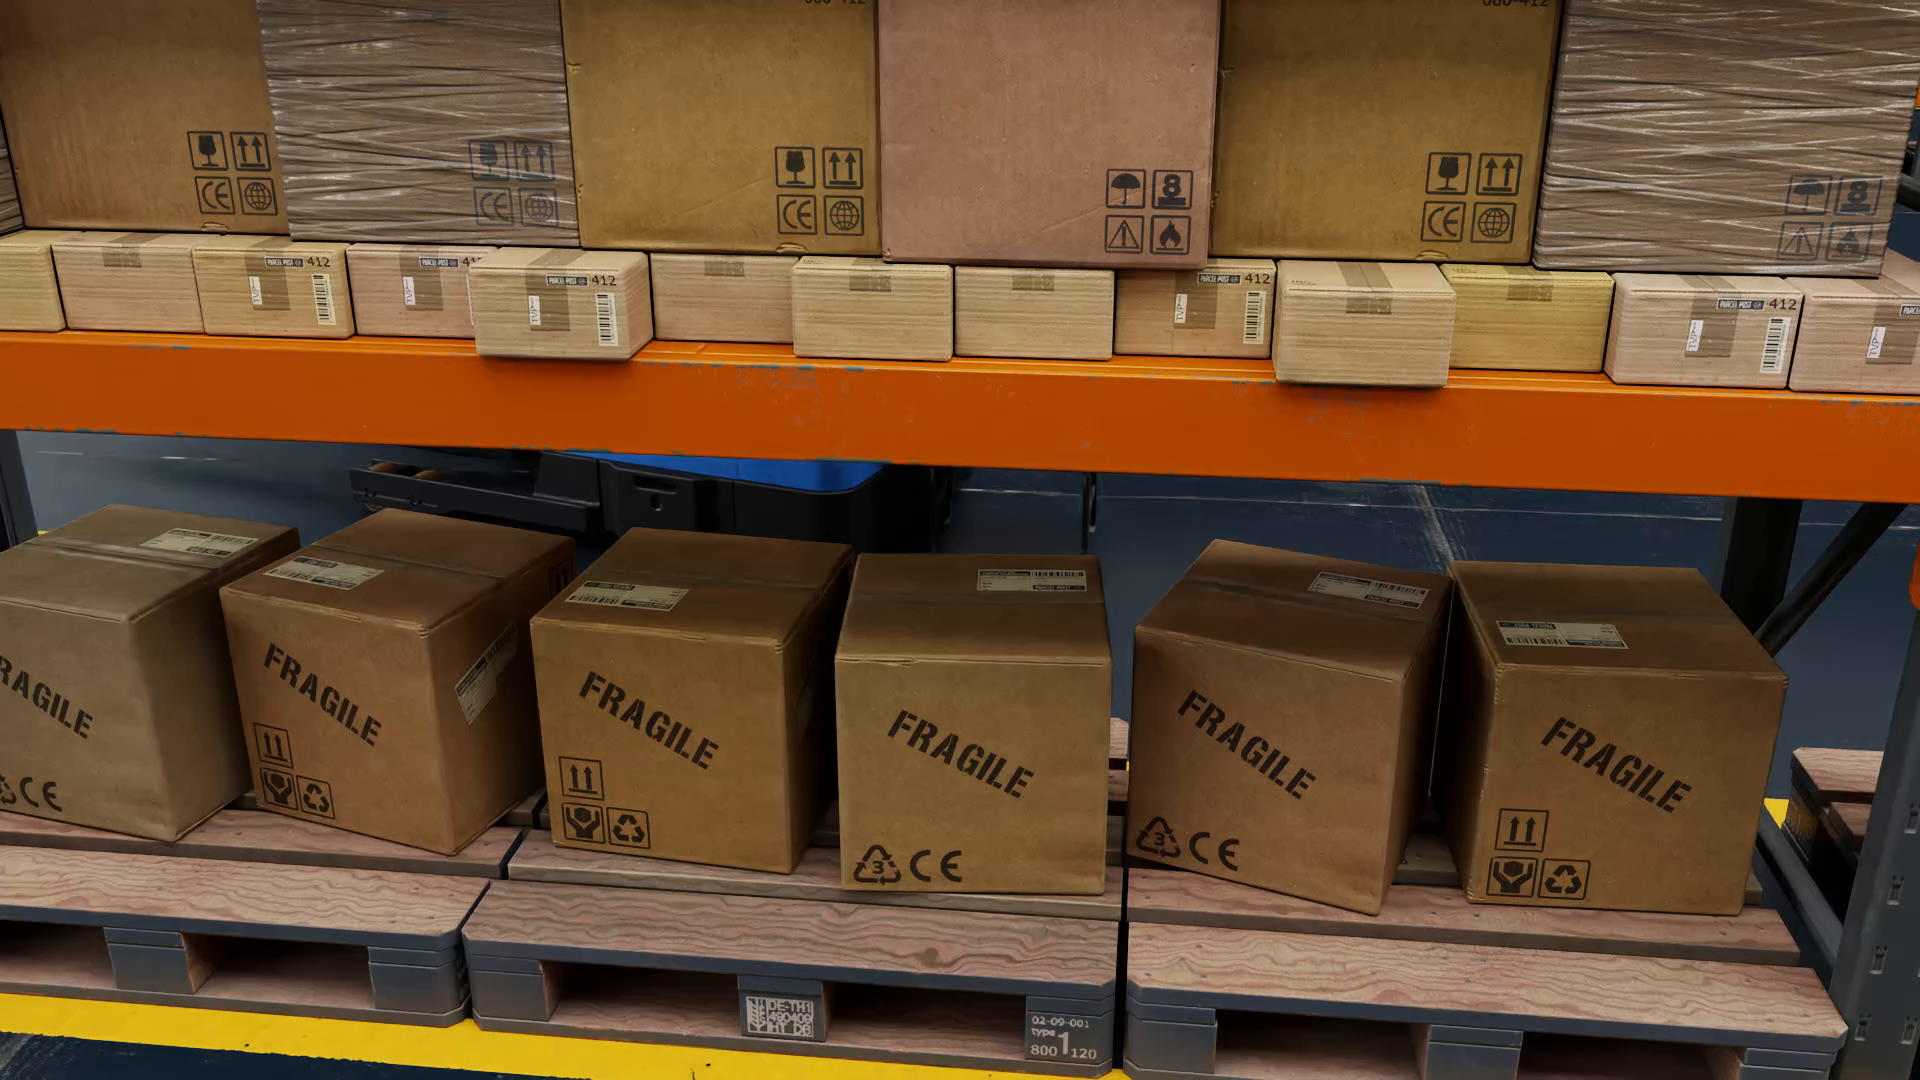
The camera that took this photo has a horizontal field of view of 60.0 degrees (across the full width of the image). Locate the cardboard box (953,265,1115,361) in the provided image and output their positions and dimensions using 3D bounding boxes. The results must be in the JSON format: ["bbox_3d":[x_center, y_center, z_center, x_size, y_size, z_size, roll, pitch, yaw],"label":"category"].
[{"bbox_3d":[0.135,-0.422,2.768,0.250,0.149,0.380,2,22,6],"label":"cardboard box"}]

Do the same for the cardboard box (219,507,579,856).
[{"bbox_3d":[-1.138,0.276,3.490,0.500,0.500,0.500,8,23,20],"label":"cardboard box"}]

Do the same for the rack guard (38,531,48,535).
[{"bbox_3d":[-2.278,0.428,3.676,0.348,0.500,1.175,2,22,6],"label":"rack guard"}]

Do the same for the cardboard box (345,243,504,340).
[{"bbox_3d":[-0.856,-0.470,2.889,0.250,0.149,0.380,2,22,6],"label":"cardboard box"}]

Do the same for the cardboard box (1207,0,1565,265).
[{"bbox_3d":[0.687,-0.826,2.908,0.500,0.500,0.875,2,22,6],"label":"cardboard box"}]

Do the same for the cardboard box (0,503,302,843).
[{"bbox_3d":[-1.735,0.263,3.524,0.500,0.500,0.500,7,23,16],"label":"cardboard box"}]

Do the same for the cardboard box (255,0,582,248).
[{"bbox_3d":[-0.808,-0.873,3.028,0.500,0.500,0.875,2,22,6],"label":"cardboard box"}]

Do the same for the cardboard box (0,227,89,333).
[{"bbox_3d":[-1.606,-0.487,2.934,0.250,0.149,0.380,2,22,6],"label":"cardboard box"}]

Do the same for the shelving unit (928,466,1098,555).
[{"bbox_3d":[0.178,-0.966,5.026,0.503,2.100,0.431,3,22,8],"label":"shelving unit"}]

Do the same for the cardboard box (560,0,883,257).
[{"bbox_3d":[-0.313,-0.847,2.962,0.500,0.500,0.875,2,22,6],"label":"cardboard box"}]

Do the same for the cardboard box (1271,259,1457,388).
[{"bbox_3d":[0.621,-0.367,2.629,0.250,0.149,0.380,2,22,6],"label":"cardboard box"}]

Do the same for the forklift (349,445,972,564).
[{"bbox_3d":[-1.521,-1.596,5.490,3.031,2.935,1.130,9,23,22],"label":"forklift"}]

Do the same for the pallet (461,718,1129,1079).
[{"bbox_3d":[-0.267,0.664,3.472,1.213,0.211,1.003,2,22,6],"label":"pallet"}]

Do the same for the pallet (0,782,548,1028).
[{"bbox_3d":[-1.475,0.611,3.608,1.213,0.211,1.003,2,22,6],"label":"pallet"}]

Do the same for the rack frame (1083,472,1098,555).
[{"bbox_3d":[0.420,-0.953,4.994,0.015,2.100,0.400,3,22,8],"label":"rack frame"}]

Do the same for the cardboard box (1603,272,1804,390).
[{"bbox_3d":[1.124,-0.364,2.622,0.250,0.149,0.380,2,22,6],"label":"cardboard box"}]

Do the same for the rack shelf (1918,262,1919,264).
[{"bbox_3d":[3.605,-0.143,2.701,4.000,0.370,1.077,2,22,6],"label":"rack shelf"}]

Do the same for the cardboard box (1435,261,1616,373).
[{"bbox_3d":[0.882,-0.397,2.705,0.250,0.149,0.380,2,22,6],"label":"cardboard box"}]

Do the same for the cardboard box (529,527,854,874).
[{"bbox_3d":[-0.518,0.310,3.404,0.500,0.500,0.500,5,22,11],"label":"cardboard box"}]

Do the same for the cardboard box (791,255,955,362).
[{"bbox_3d":[-0.117,-0.420,2.763,0.250,0.149,0.380,2,22,6],"label":"cardboard box"}]

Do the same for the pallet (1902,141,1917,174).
[{"bbox_3d":[7.497,-2.665,11.894,1.213,0.211,1.003,2,22,6],"label":"pallet"}]

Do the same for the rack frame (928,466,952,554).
[{"bbox_3d":[-0.063,-0.978,5.059,0.015,2.100,0.400,3,22,8],"label":"rack frame"}]

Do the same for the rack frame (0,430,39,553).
[{"bbox_3d":[-2.353,-0.737,3.225,0.127,3.000,1.000,2,22,6],"label":"rack frame"}]

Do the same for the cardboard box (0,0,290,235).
[{"bbox_3d":[-1.300,-0.911,3.123,0.500,0.500,0.875,2,22,6],"label":"cardboard box"}]

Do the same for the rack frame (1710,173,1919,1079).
[{"bbox_3d":[1.619,-0.564,2.787,0.127,3.000,1.000,2,22,6],"label":"rack frame"}]

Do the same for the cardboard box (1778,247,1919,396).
[{"bbox_3d":[1.371,-0.349,2.586,0.250,0.149,0.380,2,22,6],"label":"cardboard box"}]

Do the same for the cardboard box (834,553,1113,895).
[{"bbox_3d":[0.031,0.351,3.302,0.500,0.500,0.500,1,22,1],"label":"cardboard box"}]

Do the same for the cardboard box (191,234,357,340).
[{"bbox_3d":[-1.108,-0.470,2.892,0.250,0.149,0.380,2,22,6],"label":"cardboard box"}]

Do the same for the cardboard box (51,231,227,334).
[{"bbox_3d":[-1.355,-0.484,2.926,0.250,0.149,0.380,2,22,6],"label":"cardboard box"}]

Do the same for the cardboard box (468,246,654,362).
[{"bbox_3d":[-0.620,-0.421,2.766,0.250,0.149,0.380,2,22,6],"label":"cardboard box"}]

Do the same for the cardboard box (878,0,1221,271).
[{"bbox_3d":[0.178,-0.811,2.870,0.500,0.500,0.875,2,22,6],"label":"cardboard box"}]

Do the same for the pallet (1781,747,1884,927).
[{"bbox_3d":[2.392,0.766,3.216,1.213,0.211,1.003,2,22,6],"label":"pallet"}]

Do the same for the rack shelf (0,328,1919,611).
[{"bbox_3d":[-0.367,-0.316,3.139,4.000,0.370,1.077,2,22,6],"label":"rack shelf"}]

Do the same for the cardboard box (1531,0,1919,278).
[{"bbox_3d":[1.179,-0.791,2.821,0.500,0.500,0.875,2,22,6],"label":"cardboard box"}]

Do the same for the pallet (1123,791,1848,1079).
[{"bbox_3d":[0.948,0.716,3.341,1.213,0.211,1.003,2,22,6],"label":"pallet"}]

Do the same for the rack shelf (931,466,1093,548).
[{"bbox_3d":[0.178,-0.302,5.289,0.480,0.518,0.431,3,22,8],"label":"rack shelf"}]

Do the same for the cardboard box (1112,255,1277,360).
[{"bbox_3d":[0.388,-0.426,2.778,0.250,0.149,0.380,2,22,6],"label":"cardboard box"}]

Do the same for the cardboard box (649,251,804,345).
[{"bbox_3d":[-0.356,-0.459,2.861,0.250,0.149,0.380,2,22,6],"label":"cardboard box"}]

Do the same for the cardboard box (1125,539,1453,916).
[{"bbox_3d":[0.657,0.349,3.306,0.500,0.500,0.500,10,24,23],"label":"cardboard box"}]

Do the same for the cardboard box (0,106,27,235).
[{"bbox_3d":[-1.810,-0.888,3.067,0.500,0.500,0.875,2,22,6],"label":"cardboard box"}]

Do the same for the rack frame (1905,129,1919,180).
[{"bbox_3d":[6.761,-4.008,11.498,0.127,3.000,1.000,2,22,6],"label":"rack frame"}]

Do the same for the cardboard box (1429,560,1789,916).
[{"bbox_3d":[1.226,0.371,3.250,0.500,0.500,0.500,2,22,5],"label":"cardboard box"}]

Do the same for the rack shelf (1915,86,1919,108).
[{"bbox_3d":[4.188,-1.952,7.275,4.000,0.370,1.077,2,22,6],"label":"rack shelf"}]
